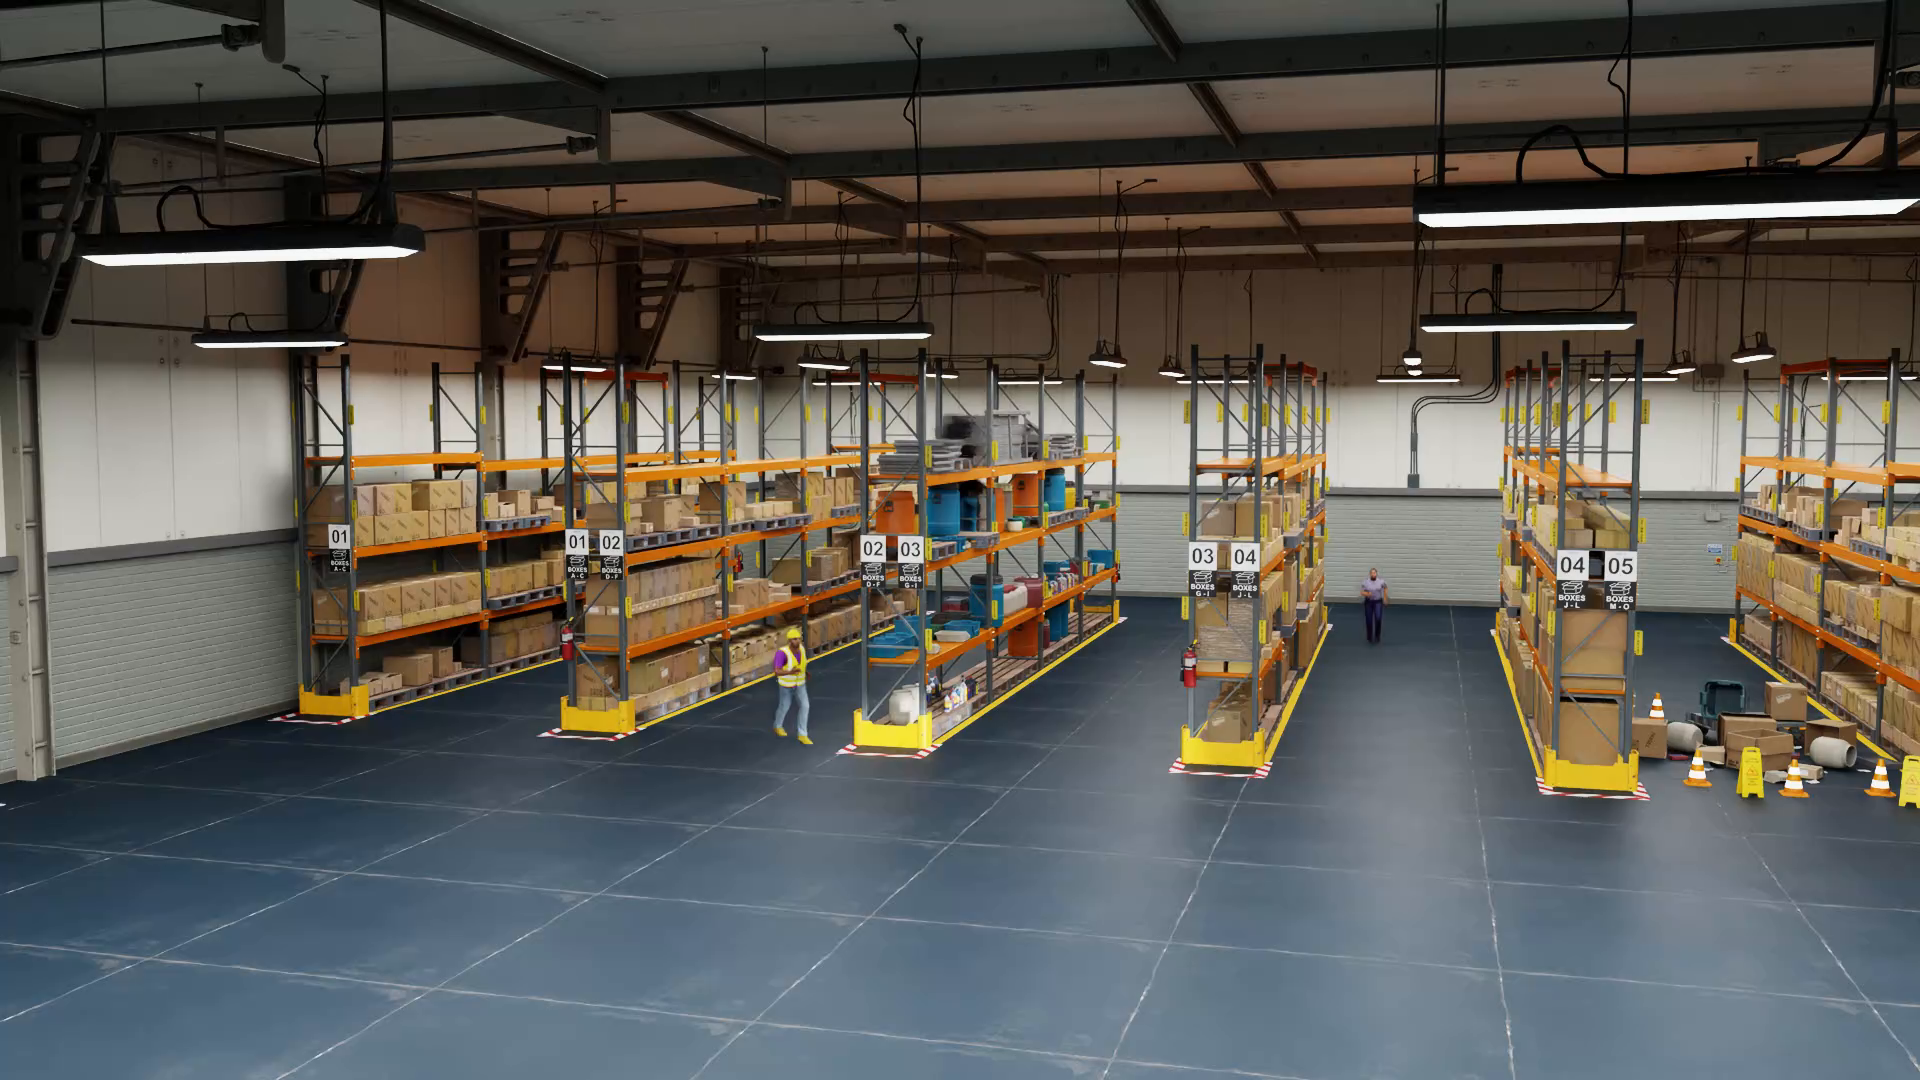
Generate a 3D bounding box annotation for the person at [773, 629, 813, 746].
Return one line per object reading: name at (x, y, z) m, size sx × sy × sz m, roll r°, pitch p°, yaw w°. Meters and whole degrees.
person at (-2.571, 2.220, 25.351) m, size 0.717 × 1.759 × 0.966 m, roll -3°, pitch 5°, yaw -33°

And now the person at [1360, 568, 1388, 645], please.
person at (9.074, 1.456, 36.485) m, size 0.581 × 1.694 × 0.804 m, roll 1°, pitch 4°, yaw 14°
